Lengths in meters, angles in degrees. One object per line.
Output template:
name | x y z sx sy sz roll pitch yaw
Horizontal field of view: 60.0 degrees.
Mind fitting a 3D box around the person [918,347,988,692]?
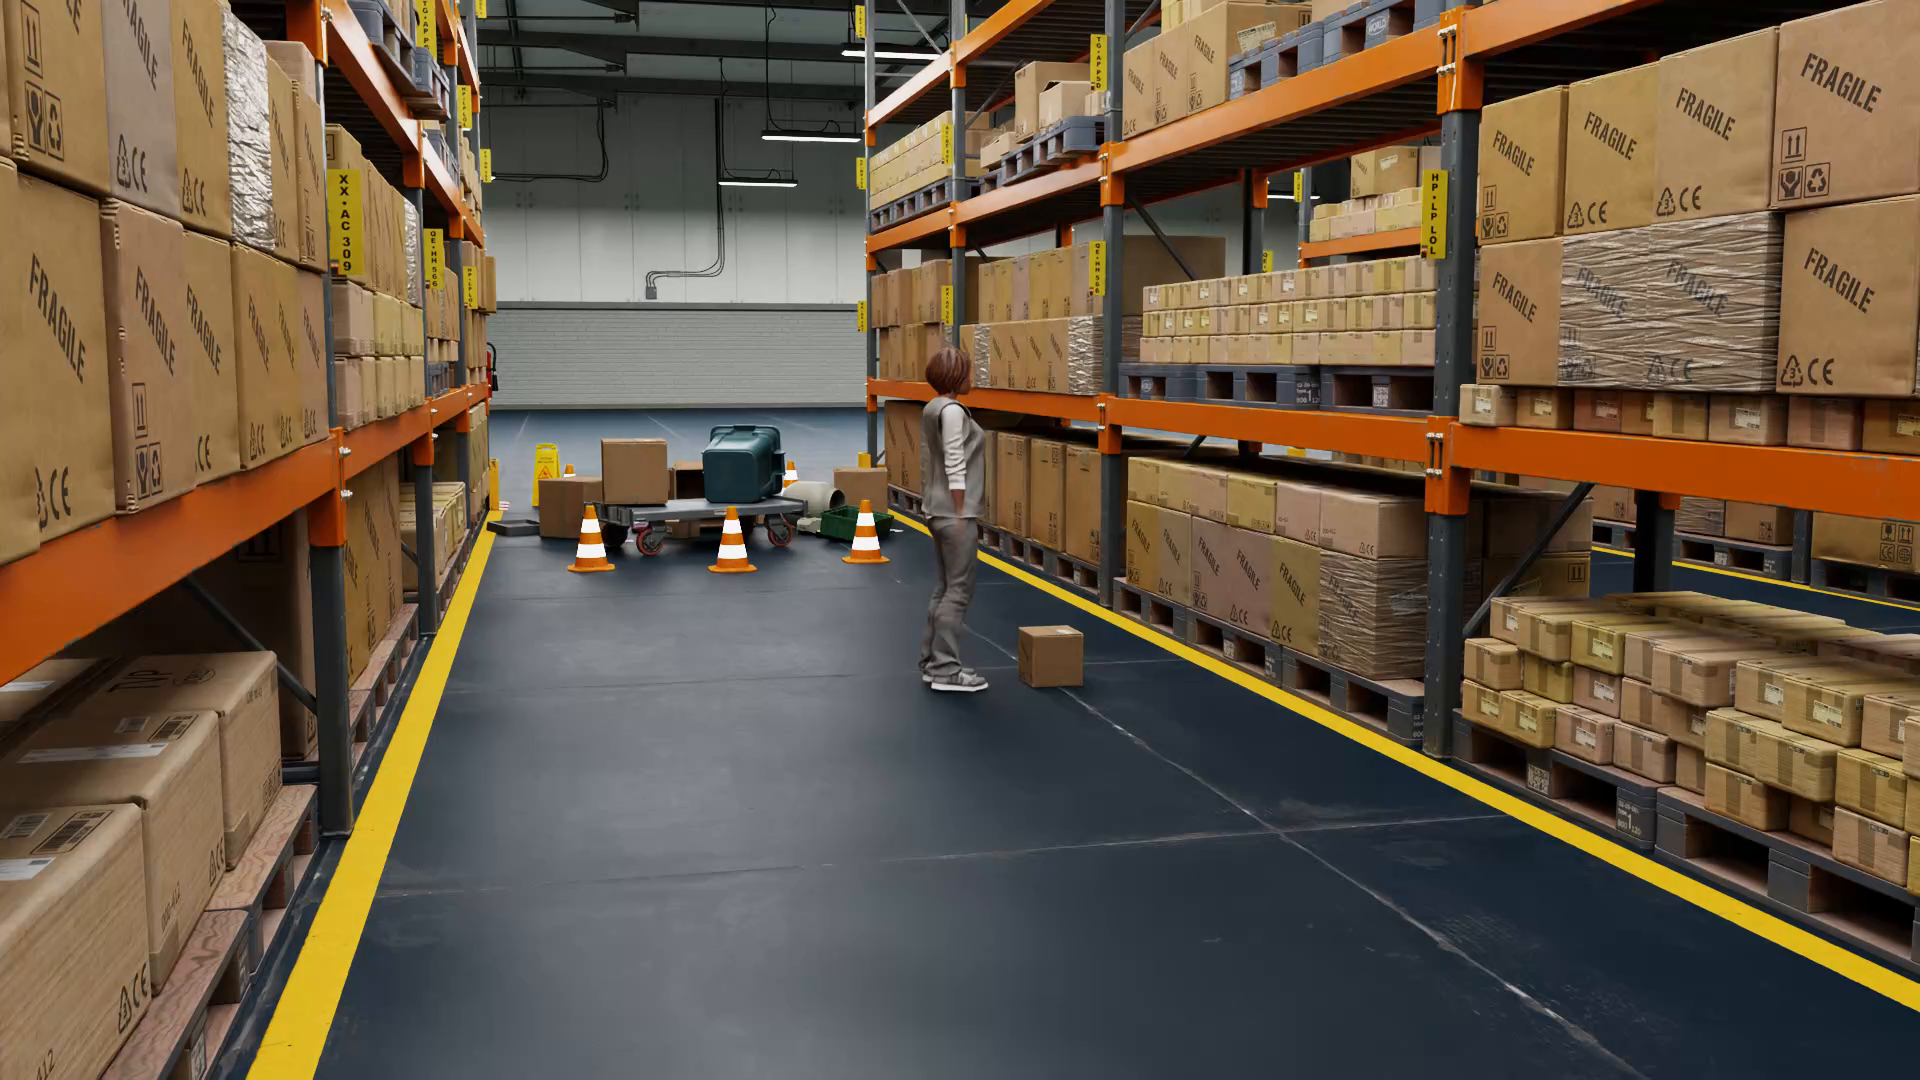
person | -0.034 -0.100 7.787 0.308 1.599 0.406 -1 6 -12
